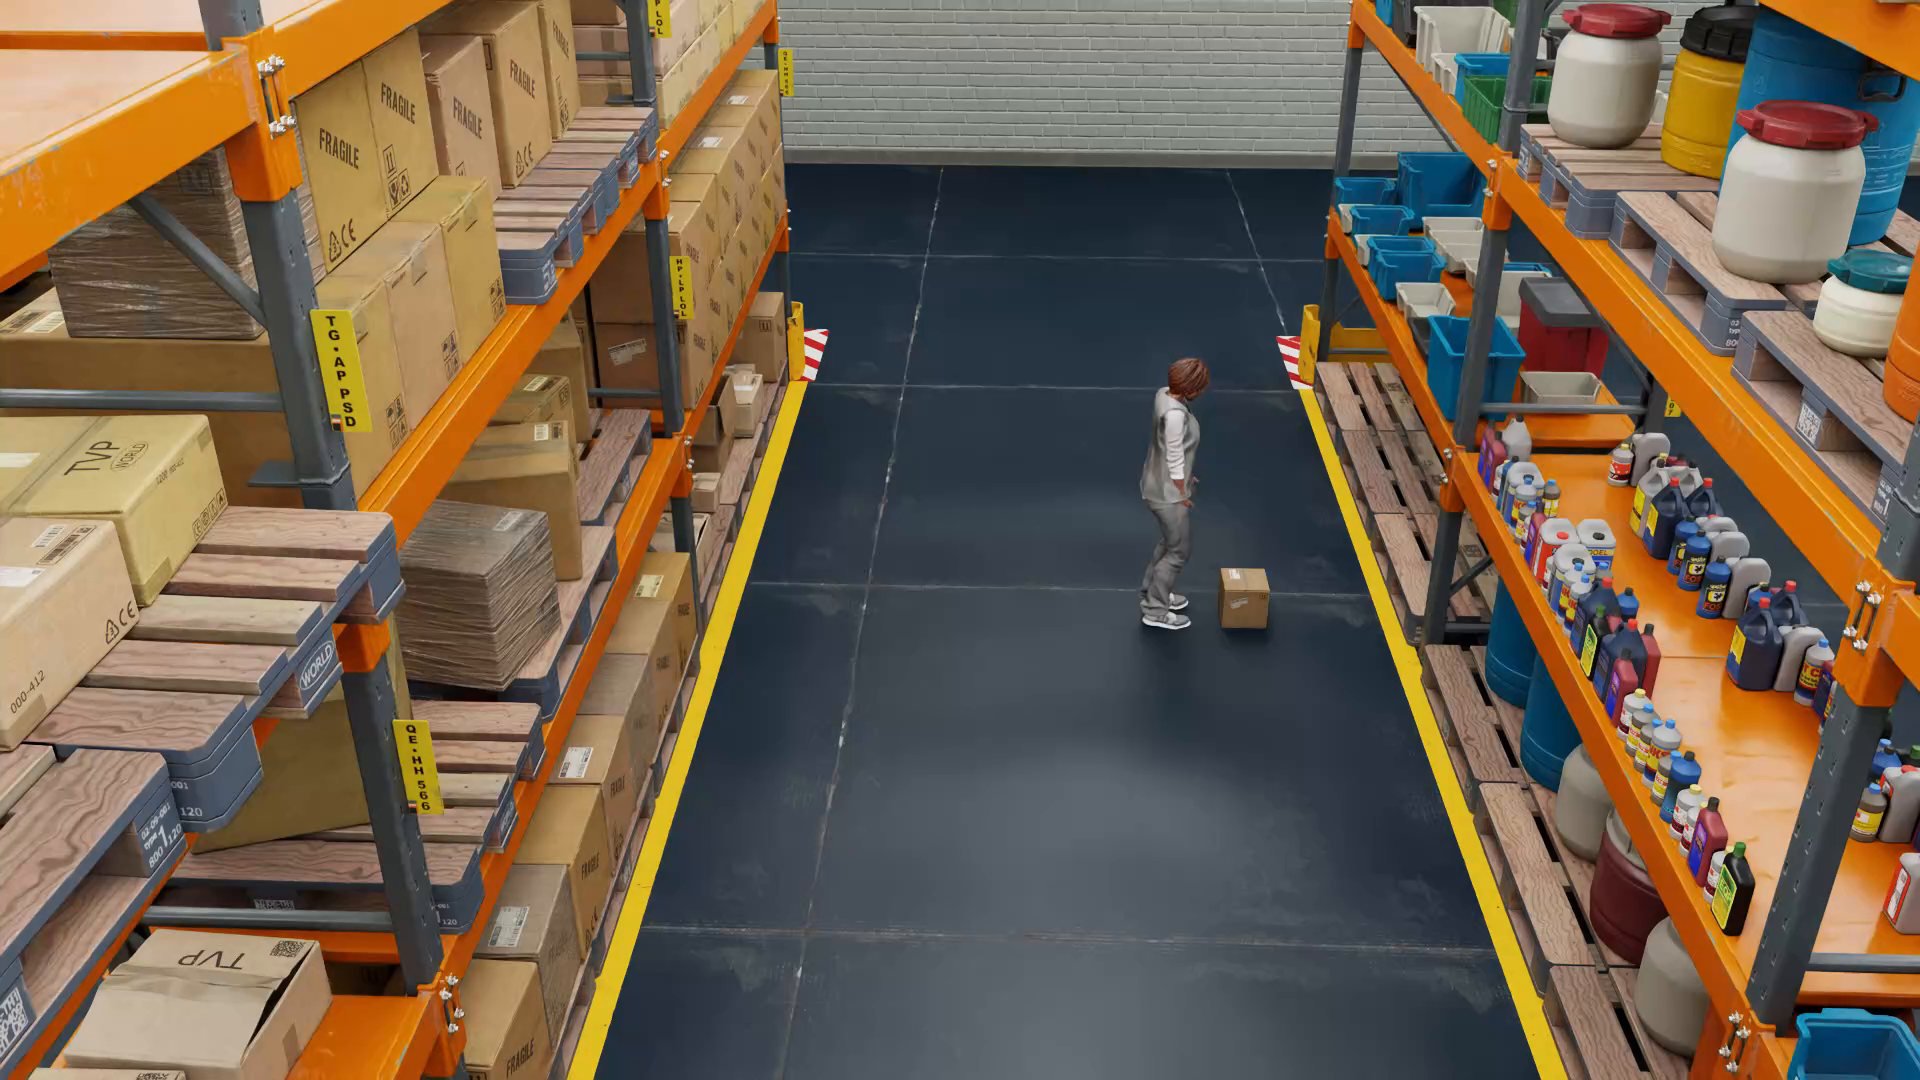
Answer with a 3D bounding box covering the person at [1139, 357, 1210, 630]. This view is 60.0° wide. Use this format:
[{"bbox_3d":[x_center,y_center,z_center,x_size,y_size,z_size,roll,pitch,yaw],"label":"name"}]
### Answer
[{"bbox_3d":[1.161,-0.273,9.168,0.340,1.579,0.417,2,28,3],"label":"person"}]
